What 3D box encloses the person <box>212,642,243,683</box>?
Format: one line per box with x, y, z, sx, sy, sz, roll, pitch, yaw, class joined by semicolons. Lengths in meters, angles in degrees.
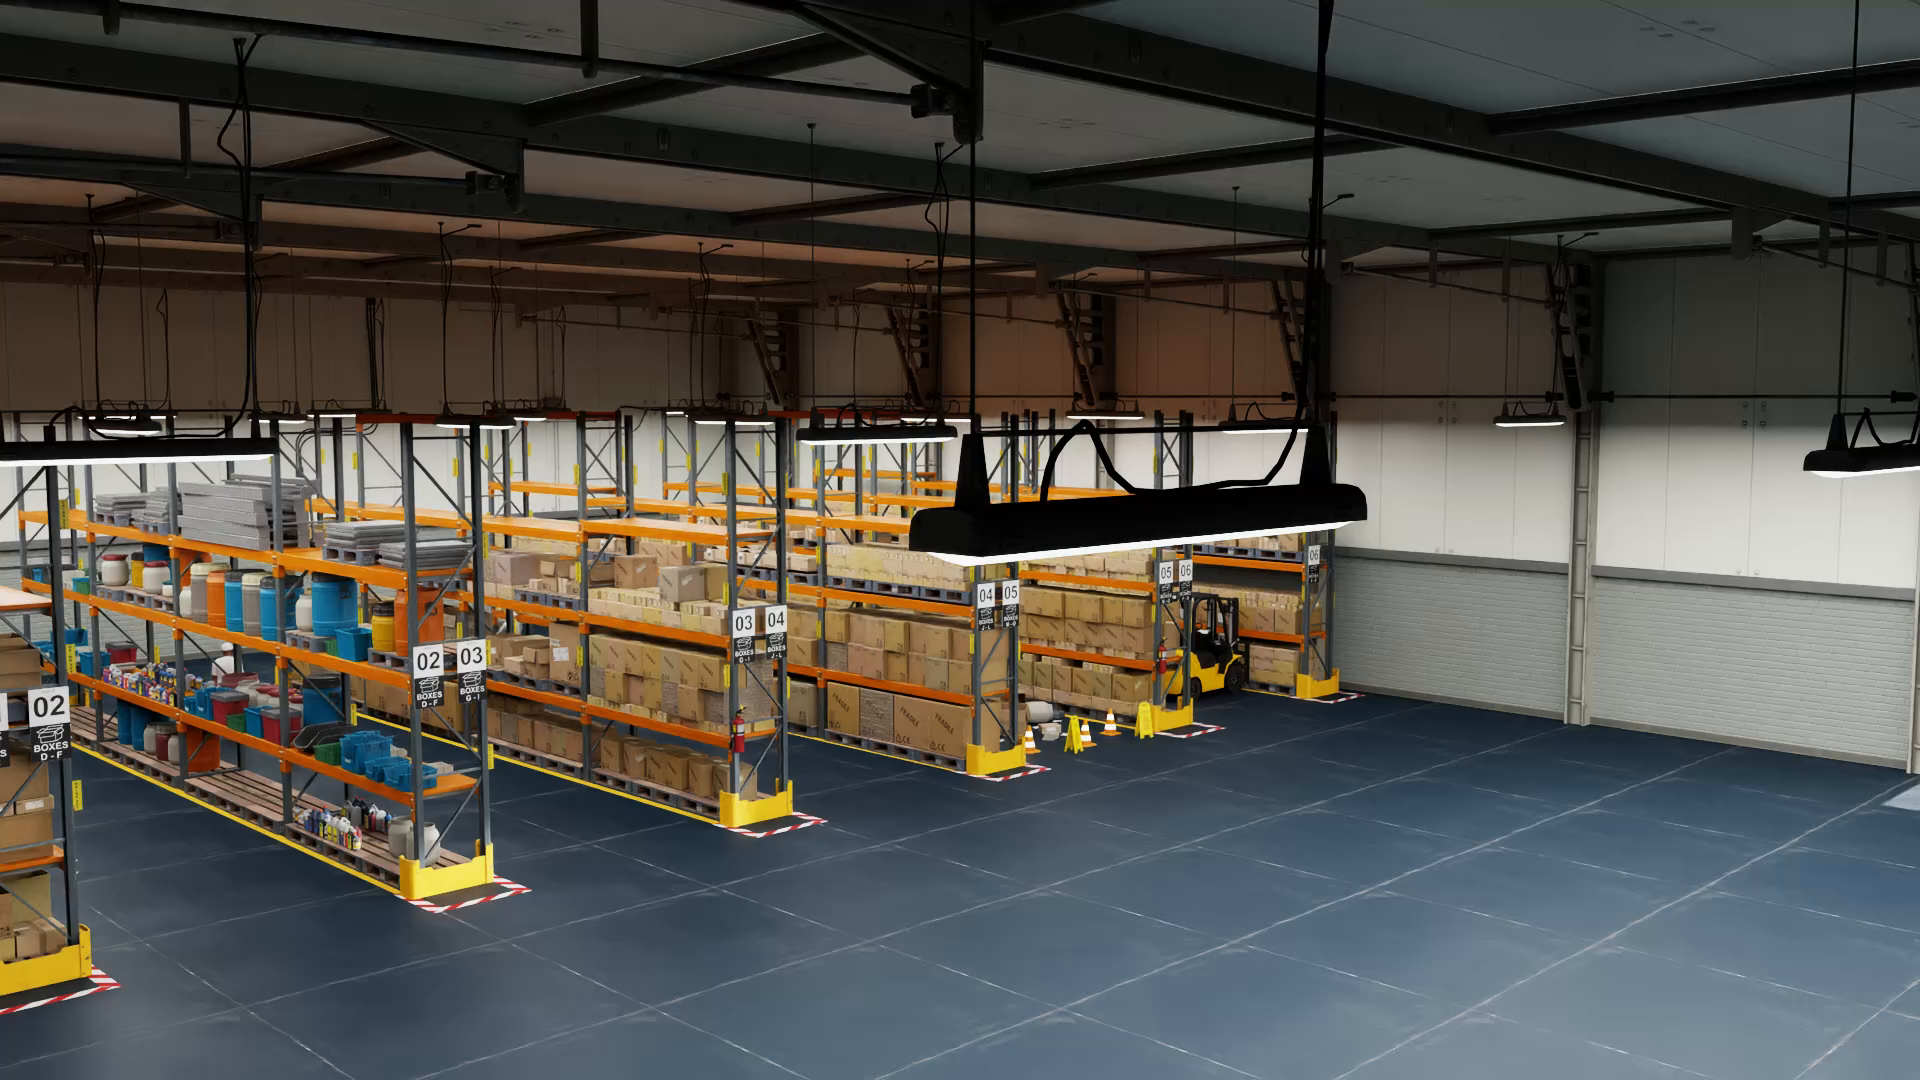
-13.528;2.776;30.784;0.598;1.754;0.501;-1;5;-12;person

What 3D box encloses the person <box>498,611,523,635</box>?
-9.774;2.361;36.120;0.651;1.686;0.628;-4;6;-36;person
